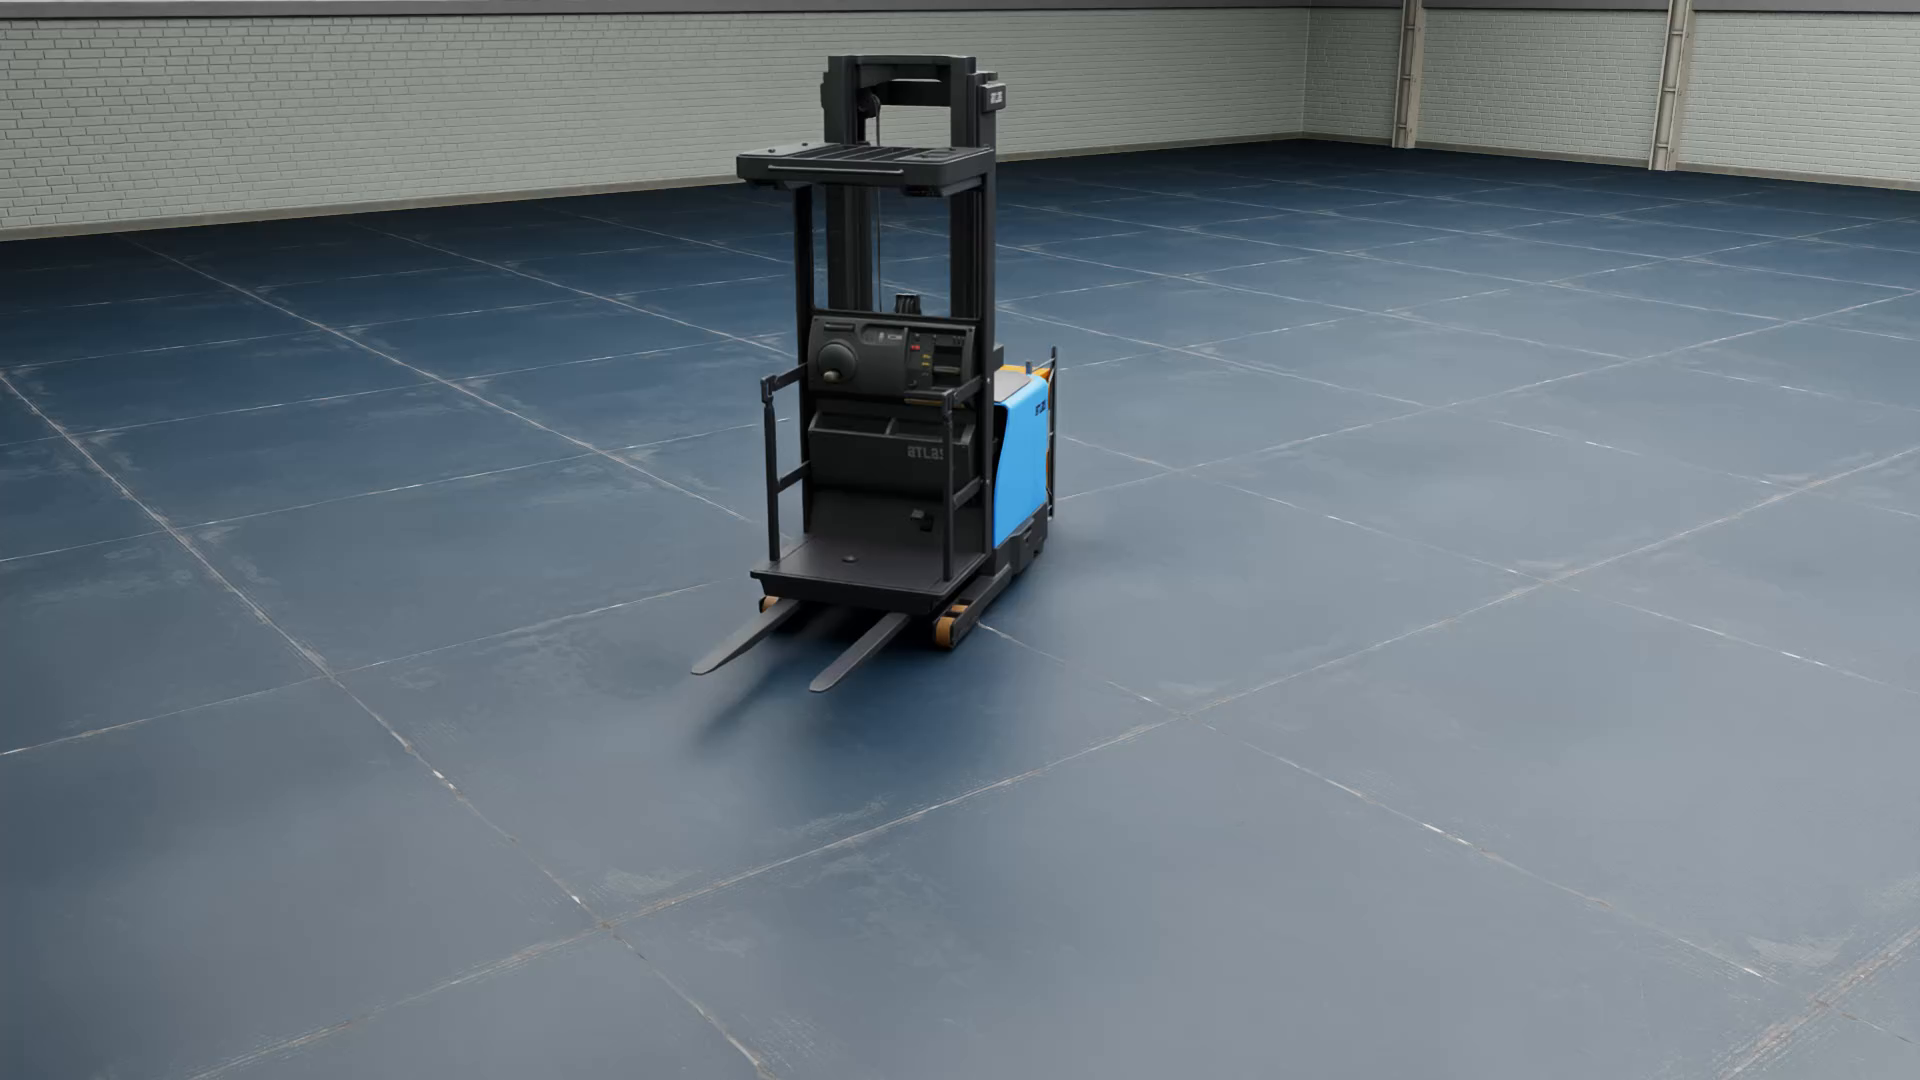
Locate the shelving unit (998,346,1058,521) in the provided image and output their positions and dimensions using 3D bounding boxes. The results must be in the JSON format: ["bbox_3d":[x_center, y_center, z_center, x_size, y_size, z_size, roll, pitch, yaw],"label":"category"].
[{"bbox_3d":[0.037,-0.679,10.621,1.048,1.125,0.538,8,20,22],"label":"shelving unit"}]

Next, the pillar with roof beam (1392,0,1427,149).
[{"bbox_3d":[6.252,-11.952,32.141,9.100,9.000,0.400,-14,23,-36],"label":"pillar with roof beam"}]

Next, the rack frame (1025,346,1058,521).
[{"bbox_3d":[0.506,-0.617,10.434,0.032,1.125,0.500,8,20,22],"label":"rack frame"}]

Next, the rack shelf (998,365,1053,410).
[{"bbox_3d":[0.037,-0.957,10.530,1.000,0.278,0.538,8,20,22],"label":"rack shelf"}]

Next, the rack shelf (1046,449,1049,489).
[{"bbox_3d":[0.037,-0.447,10.698,1.000,0.278,0.538,8,20,22],"label":"rack shelf"}]

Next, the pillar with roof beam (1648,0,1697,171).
[{"bbox_3d":[9.978,-10.473,27.676,9.100,9.000,0.400,-14,23,-36],"label":"pillar with roof beam"}]

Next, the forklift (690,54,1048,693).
[{"bbox_3d":[-0.438,-0.972,8.634,1.130,2.935,3.031,6,19,19],"label":"forklift"}]
